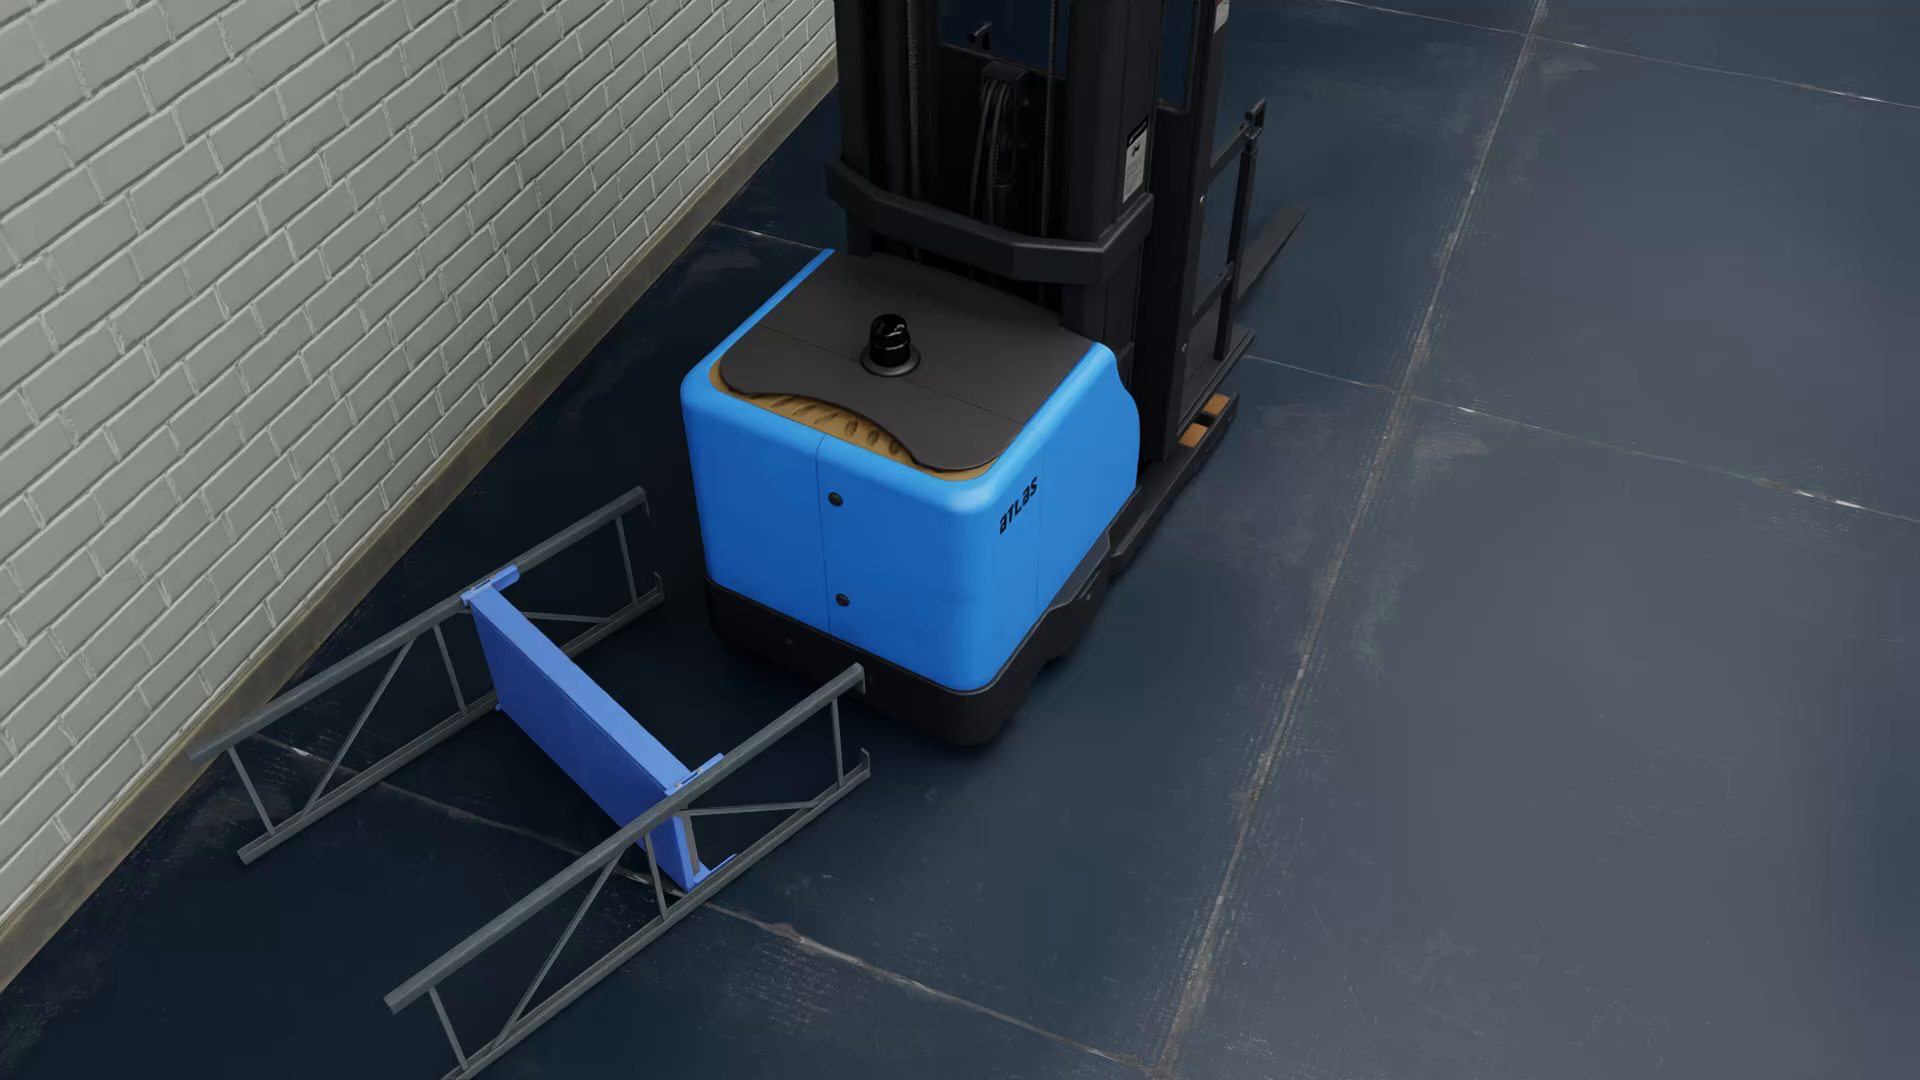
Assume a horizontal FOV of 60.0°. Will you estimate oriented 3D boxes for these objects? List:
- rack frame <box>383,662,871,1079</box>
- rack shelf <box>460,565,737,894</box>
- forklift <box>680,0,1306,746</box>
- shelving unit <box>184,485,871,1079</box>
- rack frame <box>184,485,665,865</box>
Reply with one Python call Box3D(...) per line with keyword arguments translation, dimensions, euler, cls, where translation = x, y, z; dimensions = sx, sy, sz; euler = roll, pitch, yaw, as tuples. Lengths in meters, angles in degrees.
Box3D(translation=(-0.817, 0.896, 4.468), dimensions=(1.500, 0.500, 0.032), euler=(-35, 54, -30), cls="rack frame")
Box3D(translation=(-1.043, 0.551, 4.814), dimensions=(0.185, 0.538, 1.000), euler=(-35, 54, -30), cls="rack shelf")
Box3D(translation=(0.365, -1.447, 5.127), dimensions=(1.130, 2.935, 3.031), euler=(22, 49, 21), cls="forklift")
Box3D(translation=(-1.172, 0.640, 4.725), dimensions=(1.500, 0.538, 1.048), euler=(-35, 54, -30), cls="shelving unit")
Box3D(translation=(-1.527, 0.383, 4.983), dimensions=(1.500, 0.500, 0.032), euler=(-35, 54, -30), cls="rack frame")
